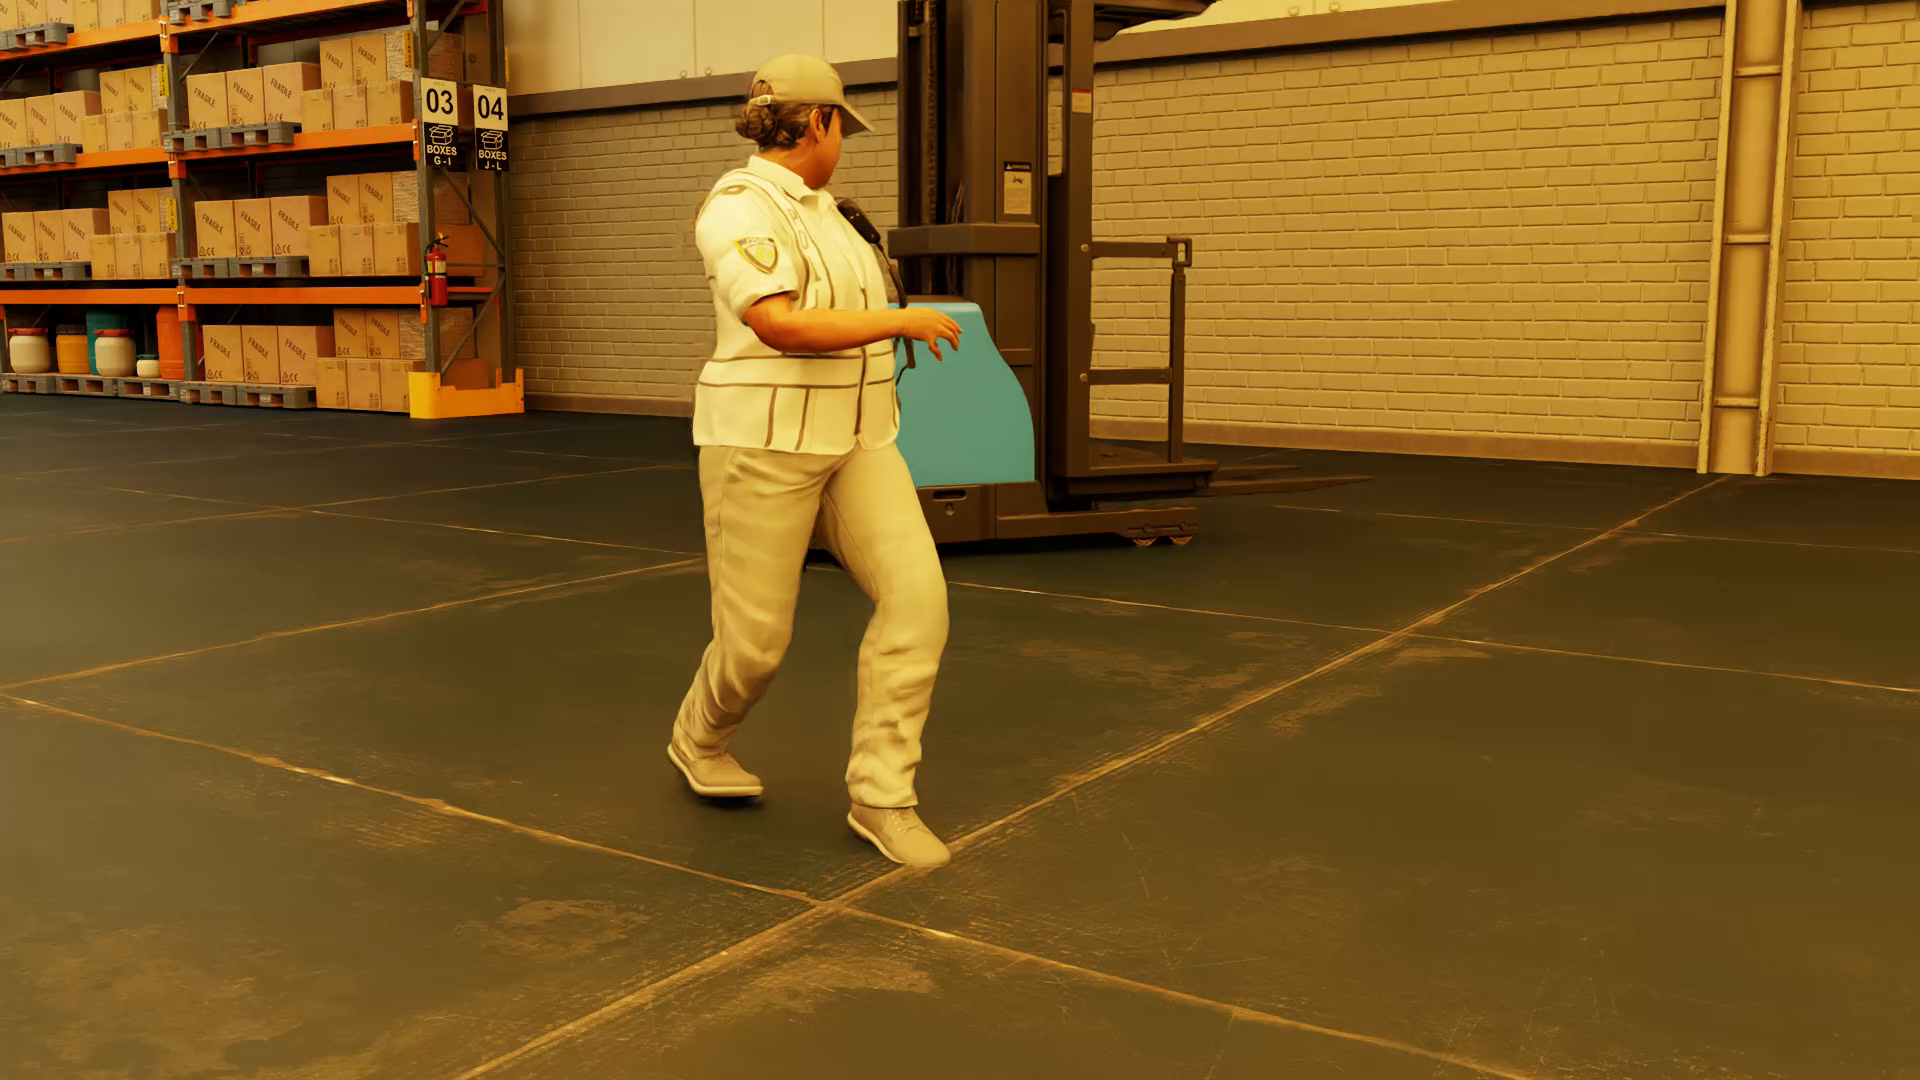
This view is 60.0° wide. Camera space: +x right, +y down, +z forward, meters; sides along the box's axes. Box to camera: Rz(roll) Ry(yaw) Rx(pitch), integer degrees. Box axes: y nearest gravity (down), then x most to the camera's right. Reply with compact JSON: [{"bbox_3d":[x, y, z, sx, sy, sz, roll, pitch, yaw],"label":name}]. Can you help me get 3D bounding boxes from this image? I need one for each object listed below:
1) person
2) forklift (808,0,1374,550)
[{"bbox_3d":[-0.325,-0.183,3.411,0.883,1.593,0.504,7,11,42],"label":"person"},{"bbox_3d":[0.522,-1.490,7.667,3.031,2.935,1.130,-4,9,-24],"label":"forklift"}]
